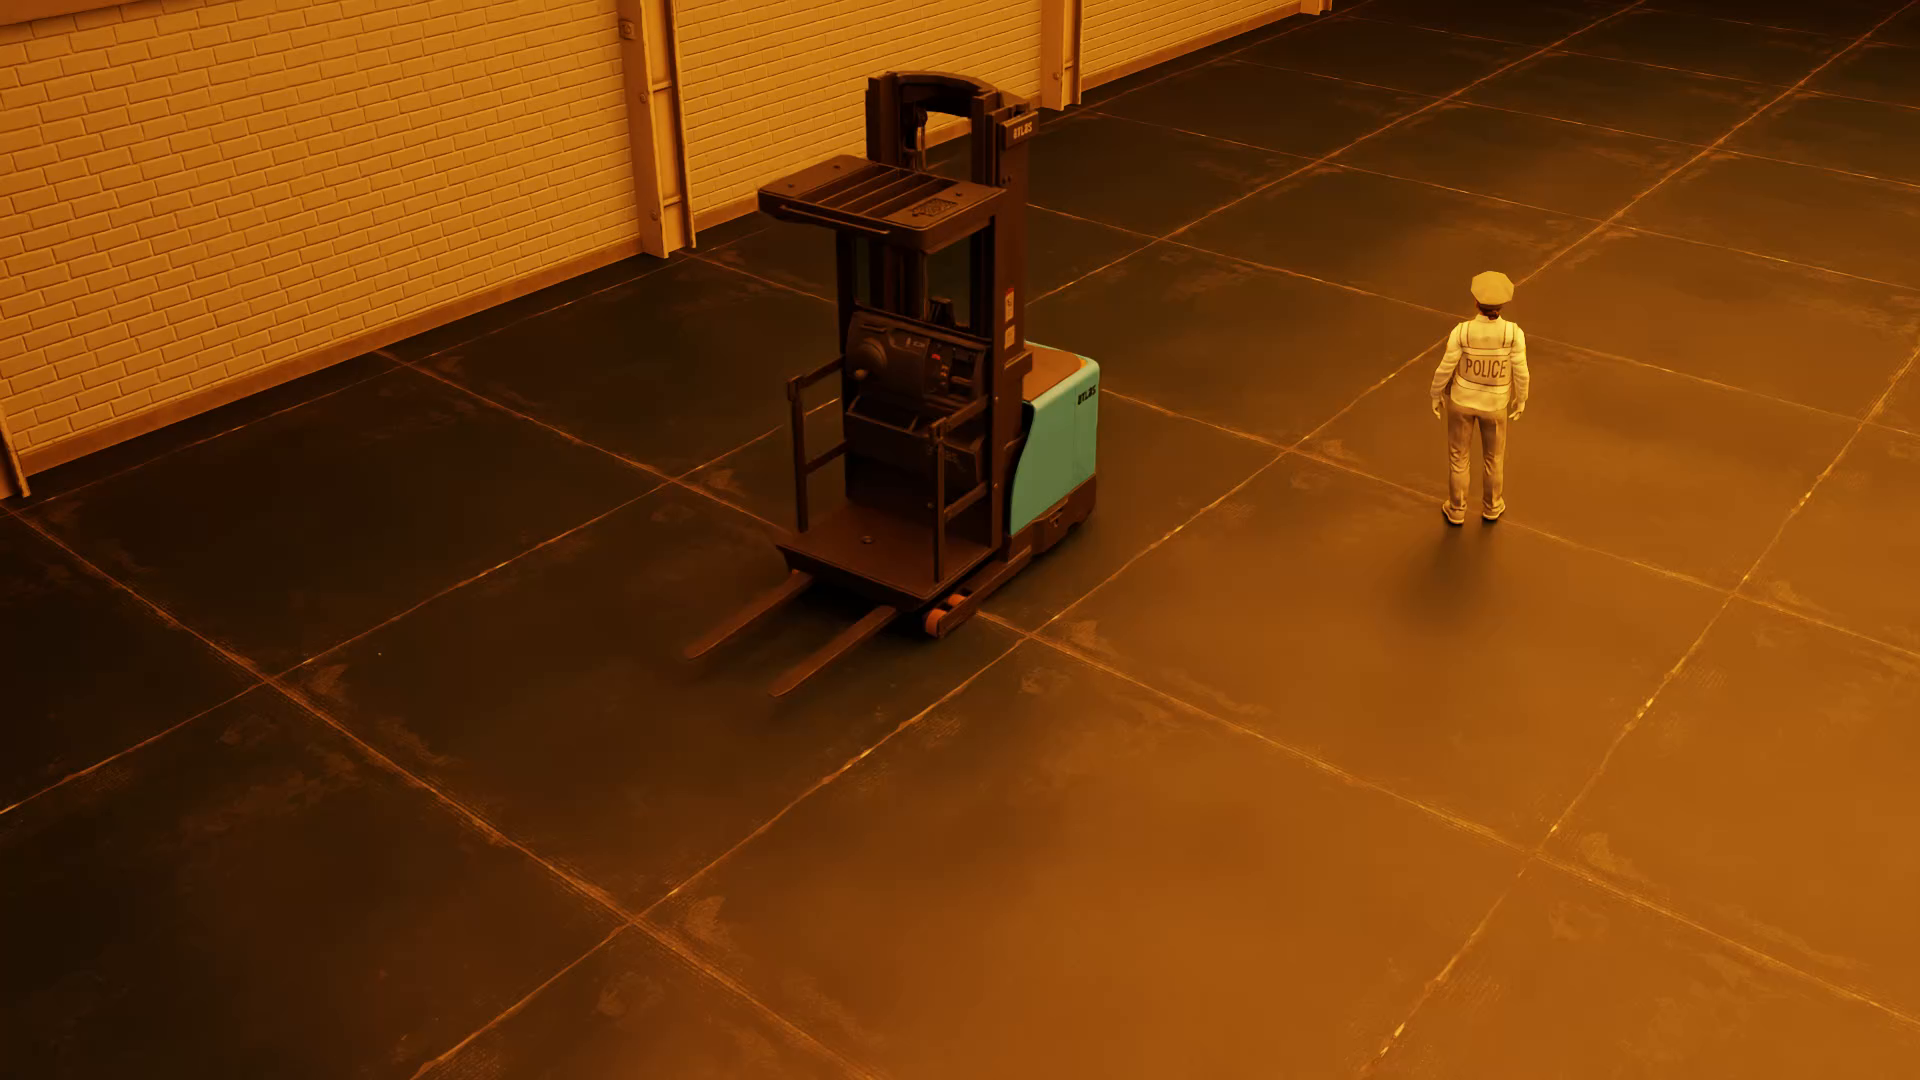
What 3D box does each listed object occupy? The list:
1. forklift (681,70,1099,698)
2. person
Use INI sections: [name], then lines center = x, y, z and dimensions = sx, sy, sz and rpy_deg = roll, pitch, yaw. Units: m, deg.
[forklift]
center = -0.374, -0.978, 9.269
dimensions = 1.130, 2.935, 3.031
rpy_deg = 19, 35, 29
[person]
center = 3.216, -0.883, 10.318
dimensions = 0.588, 1.694, 0.530
rpy_deg = 8, 31, 13
